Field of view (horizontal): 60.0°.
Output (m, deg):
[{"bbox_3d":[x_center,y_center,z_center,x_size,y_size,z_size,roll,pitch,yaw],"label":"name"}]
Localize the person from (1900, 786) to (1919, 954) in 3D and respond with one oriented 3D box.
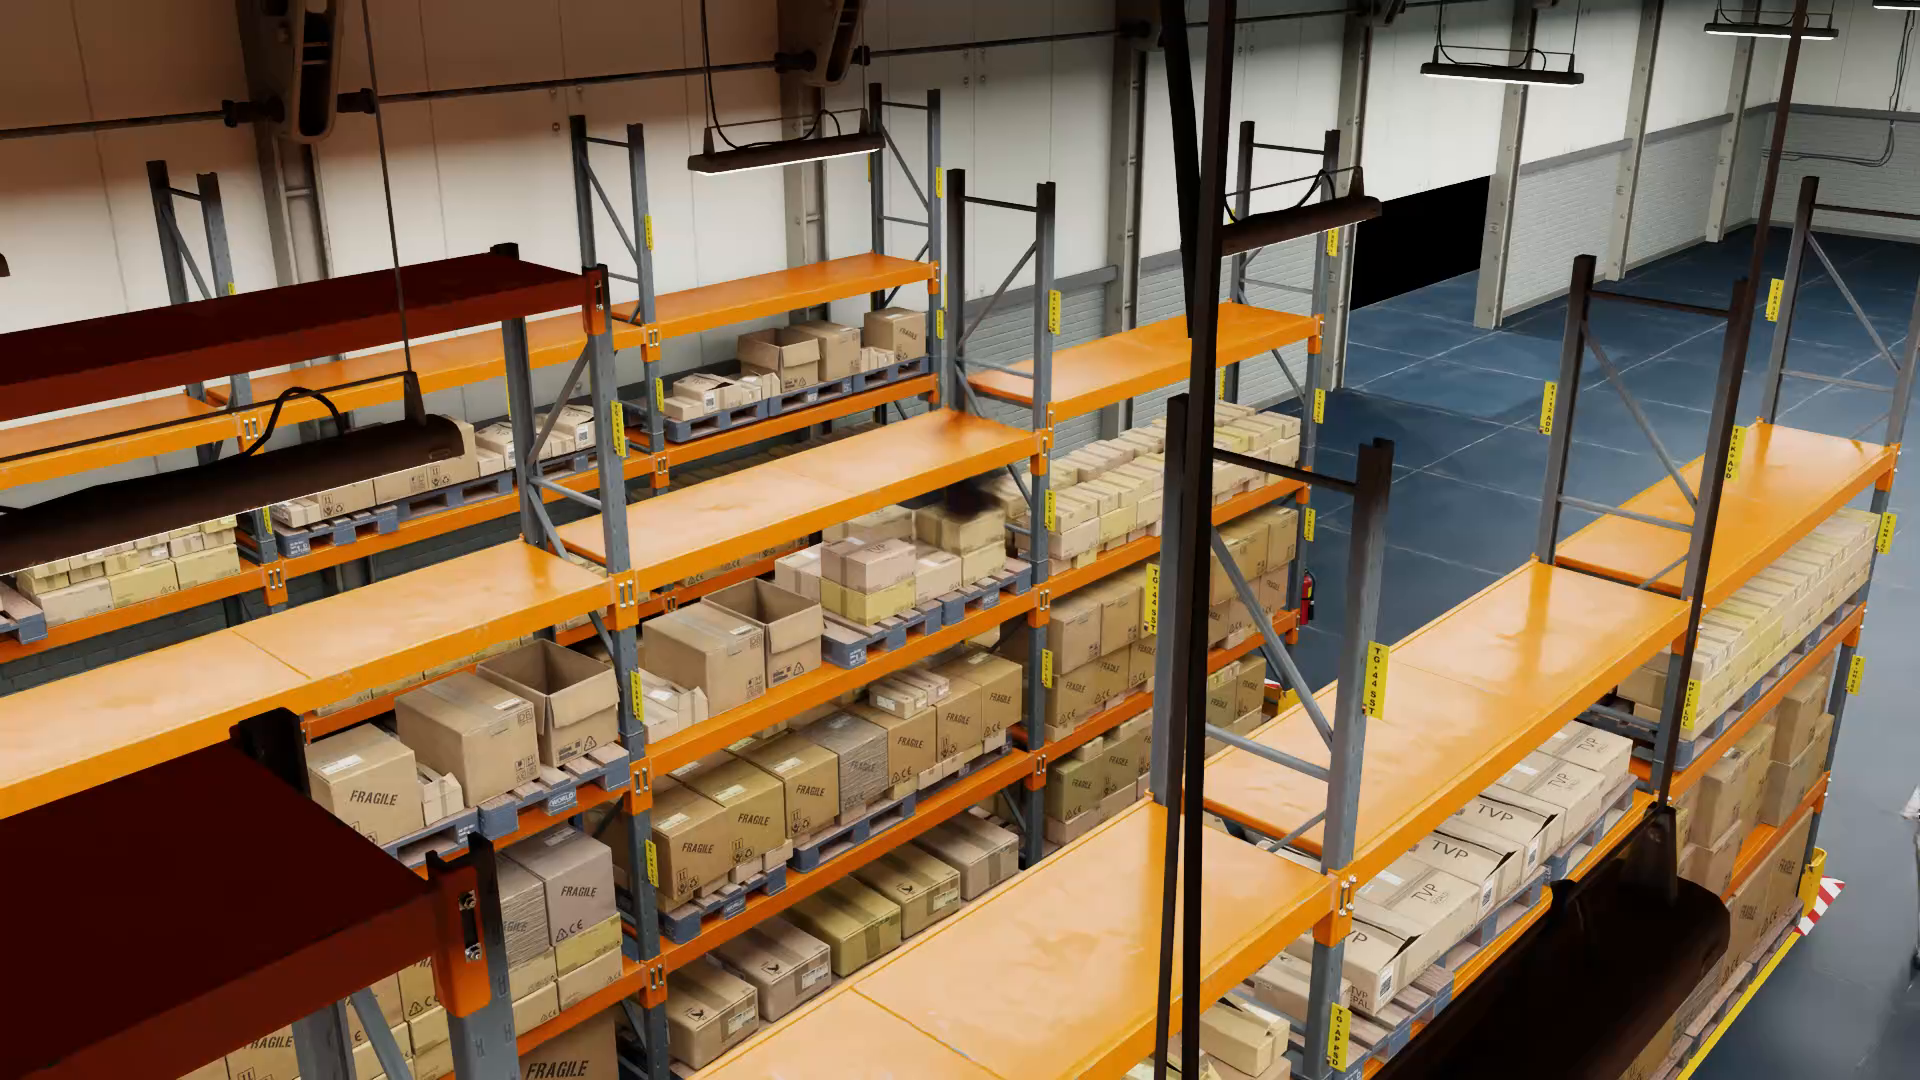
[{"bbox_3d":[7.790,2.515,13.261,0.621,1.732,0.769,11,24,27],"label":"person"}]
